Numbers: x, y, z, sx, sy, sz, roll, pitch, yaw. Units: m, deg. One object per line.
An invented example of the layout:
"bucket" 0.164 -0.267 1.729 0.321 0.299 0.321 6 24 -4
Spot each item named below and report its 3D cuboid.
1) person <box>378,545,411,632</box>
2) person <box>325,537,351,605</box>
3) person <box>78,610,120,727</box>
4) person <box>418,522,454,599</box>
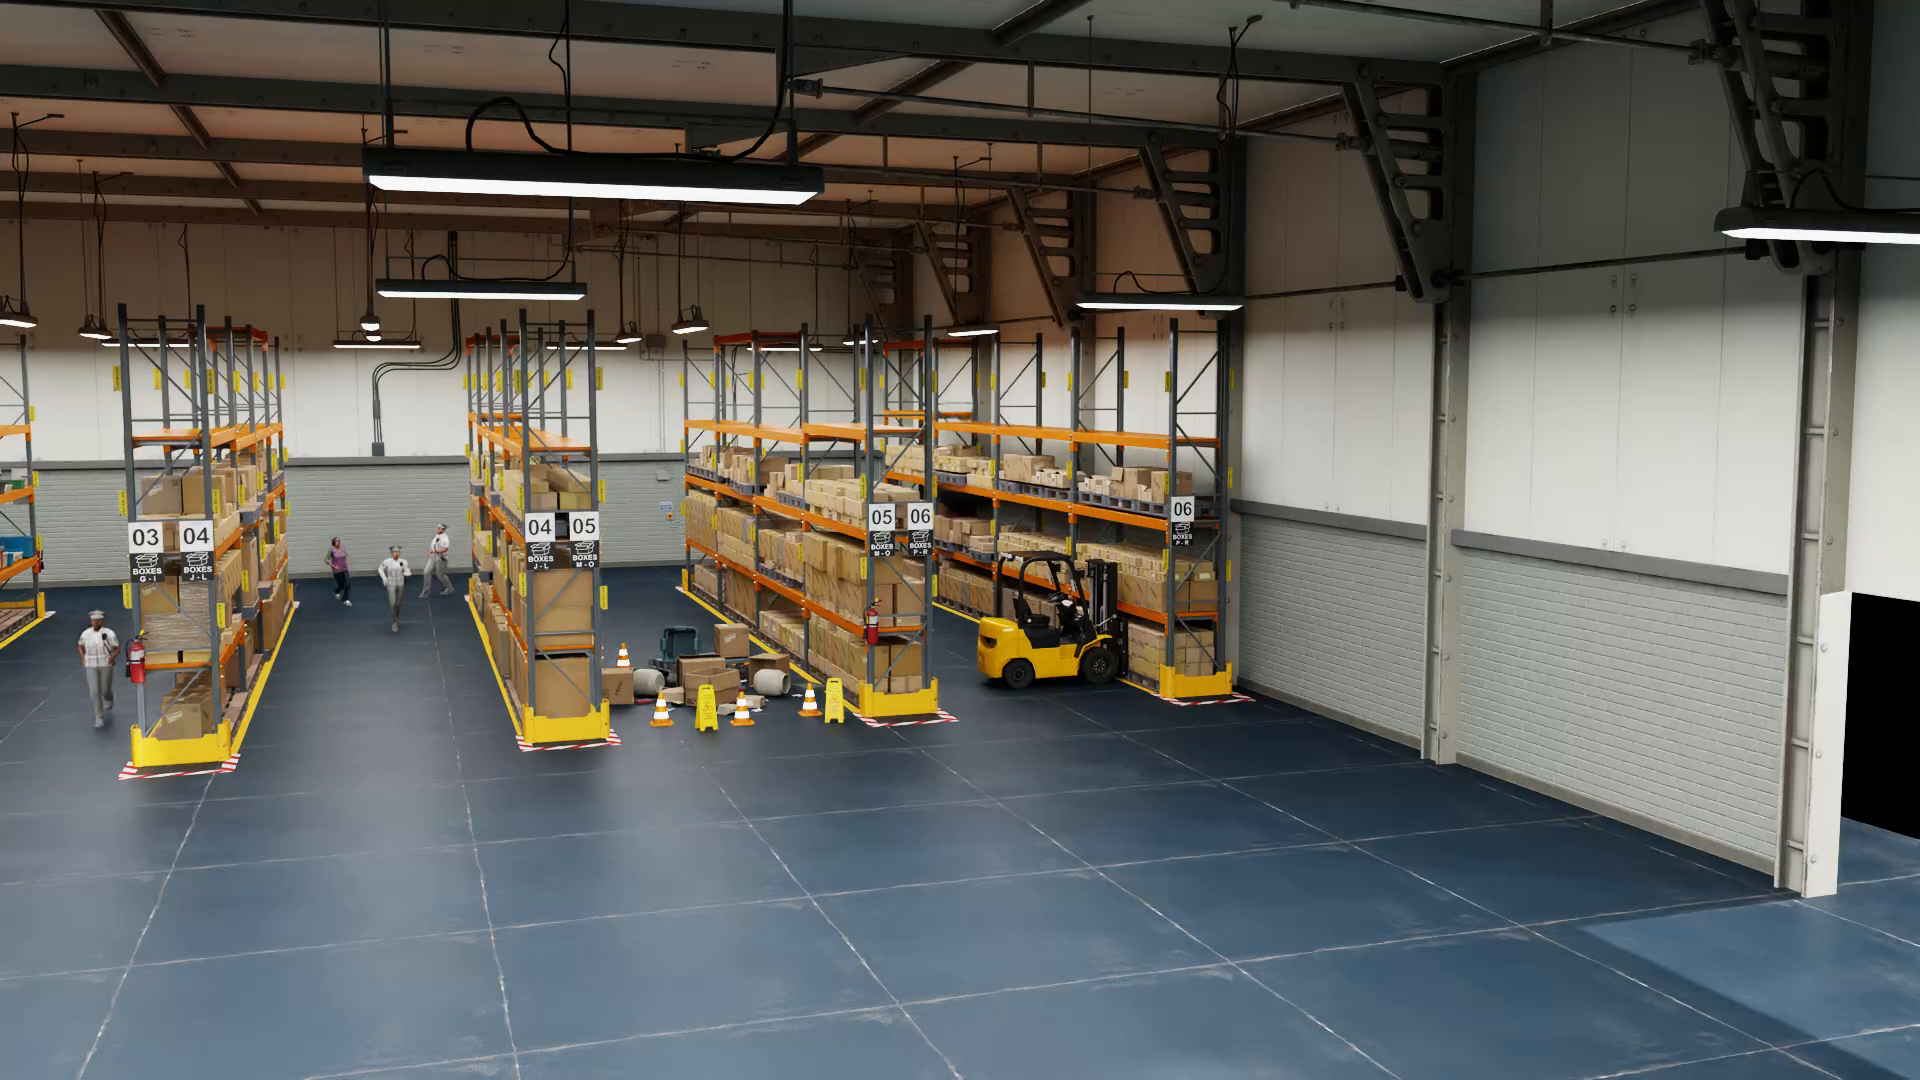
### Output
"person" -11.441 0.967 33.728 0.597 1.755 0.775 -3 6 -29
"person" -14.002 0.705 37.410 0.600 1.546 0.571 4 7 39
"person" -12.675 1.863 24.488 0.578 1.691 0.792 -2 6 -20
"person" -12.096 0.464 38.564 0.670 1.783 0.872 5 7 42
